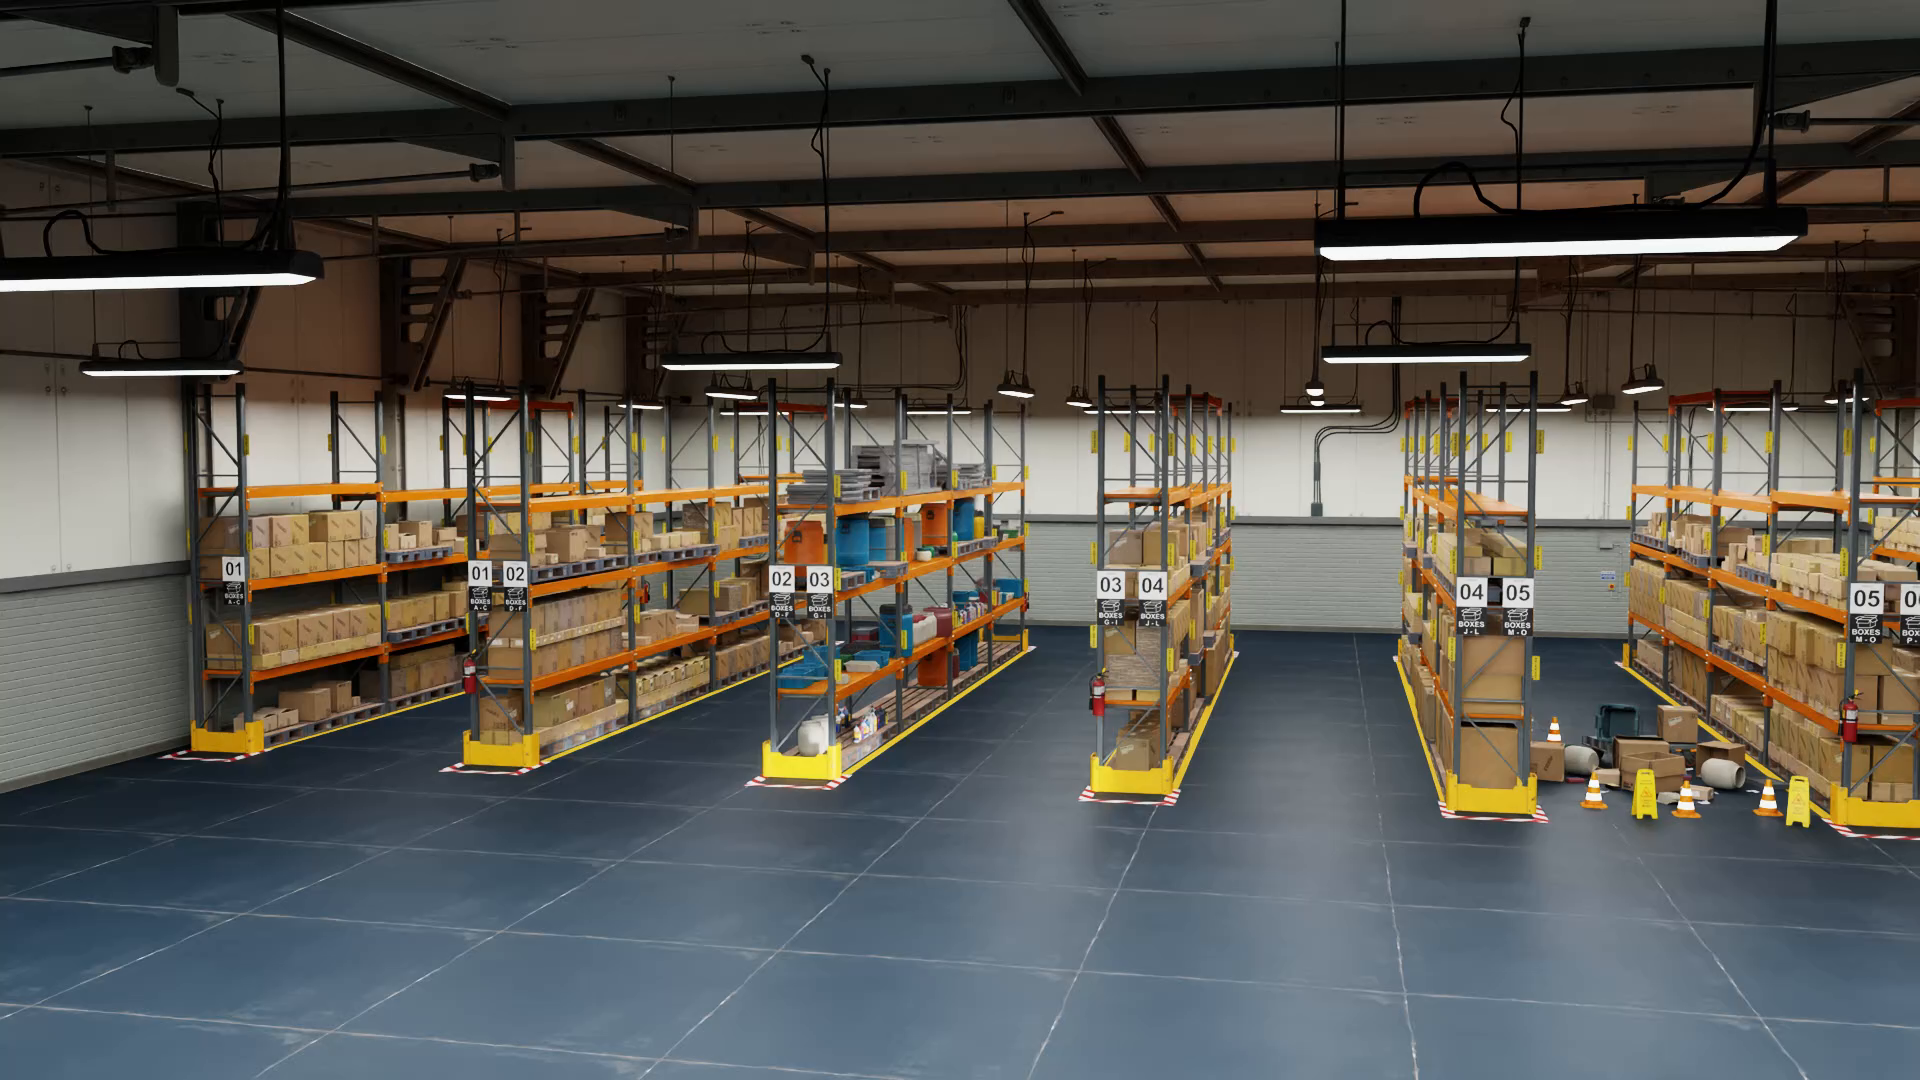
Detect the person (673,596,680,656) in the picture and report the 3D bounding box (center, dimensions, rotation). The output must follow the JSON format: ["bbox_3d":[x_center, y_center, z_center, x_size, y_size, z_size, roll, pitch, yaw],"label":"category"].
[{"bbox_3d":[-6.327,2.060,37.758,0.558,1.601,0.539,0,3,5],"label":"person"}]

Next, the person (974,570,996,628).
[{"bbox_3d":[0.659,1.625,43.663,0.620,1.713,1.100,1,4,21],"label":"person"}]

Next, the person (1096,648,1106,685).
[{"bbox_3d":[3.143,2.188,34.474,0.646,1.695,0.750,0,3,0],"label":"person"}]
